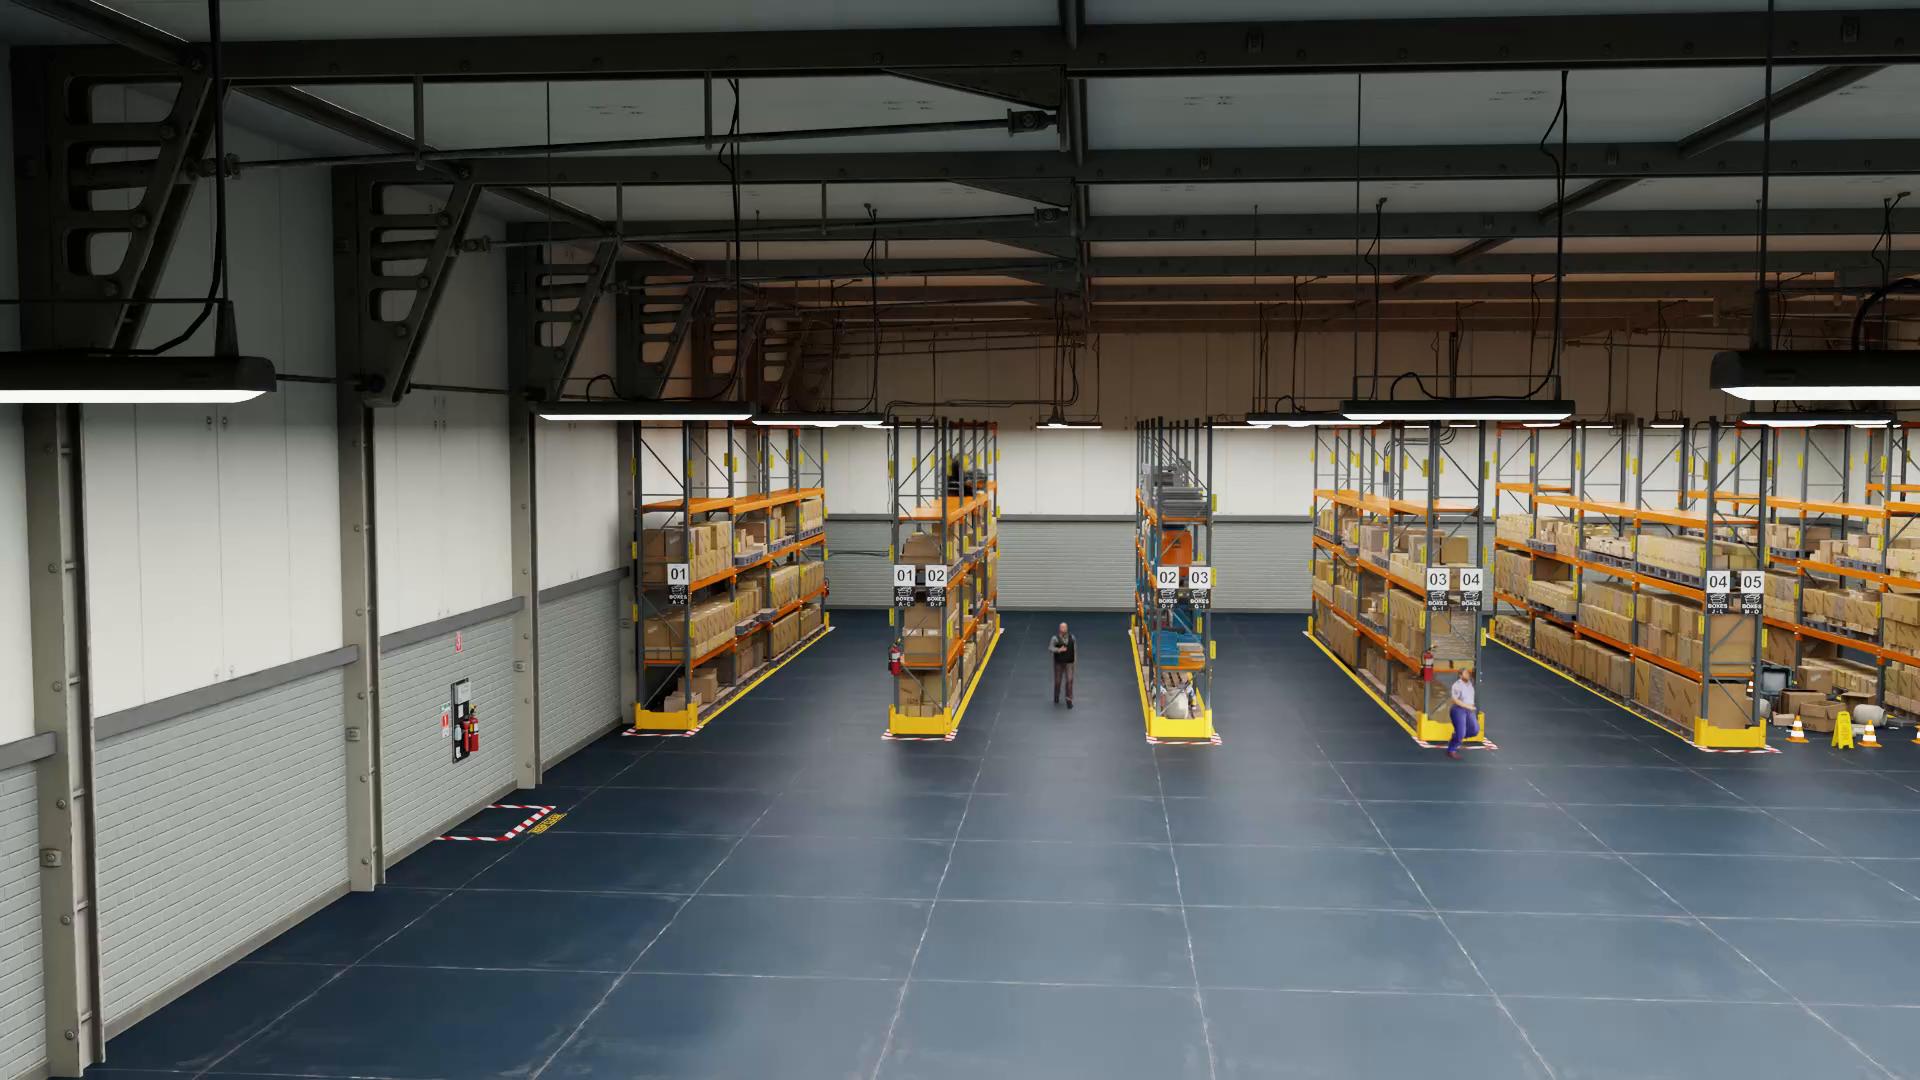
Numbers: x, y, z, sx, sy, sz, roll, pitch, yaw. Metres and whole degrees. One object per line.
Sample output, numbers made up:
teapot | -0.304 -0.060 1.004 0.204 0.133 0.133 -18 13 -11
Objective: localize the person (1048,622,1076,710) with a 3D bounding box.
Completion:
person | 2.138 2.593 34.578 0.658 1.777 0.828 -1 4 -9

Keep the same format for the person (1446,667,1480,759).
person | 8.828 3.029 29.105 0.607 1.606 0.612 -3 5 -36
